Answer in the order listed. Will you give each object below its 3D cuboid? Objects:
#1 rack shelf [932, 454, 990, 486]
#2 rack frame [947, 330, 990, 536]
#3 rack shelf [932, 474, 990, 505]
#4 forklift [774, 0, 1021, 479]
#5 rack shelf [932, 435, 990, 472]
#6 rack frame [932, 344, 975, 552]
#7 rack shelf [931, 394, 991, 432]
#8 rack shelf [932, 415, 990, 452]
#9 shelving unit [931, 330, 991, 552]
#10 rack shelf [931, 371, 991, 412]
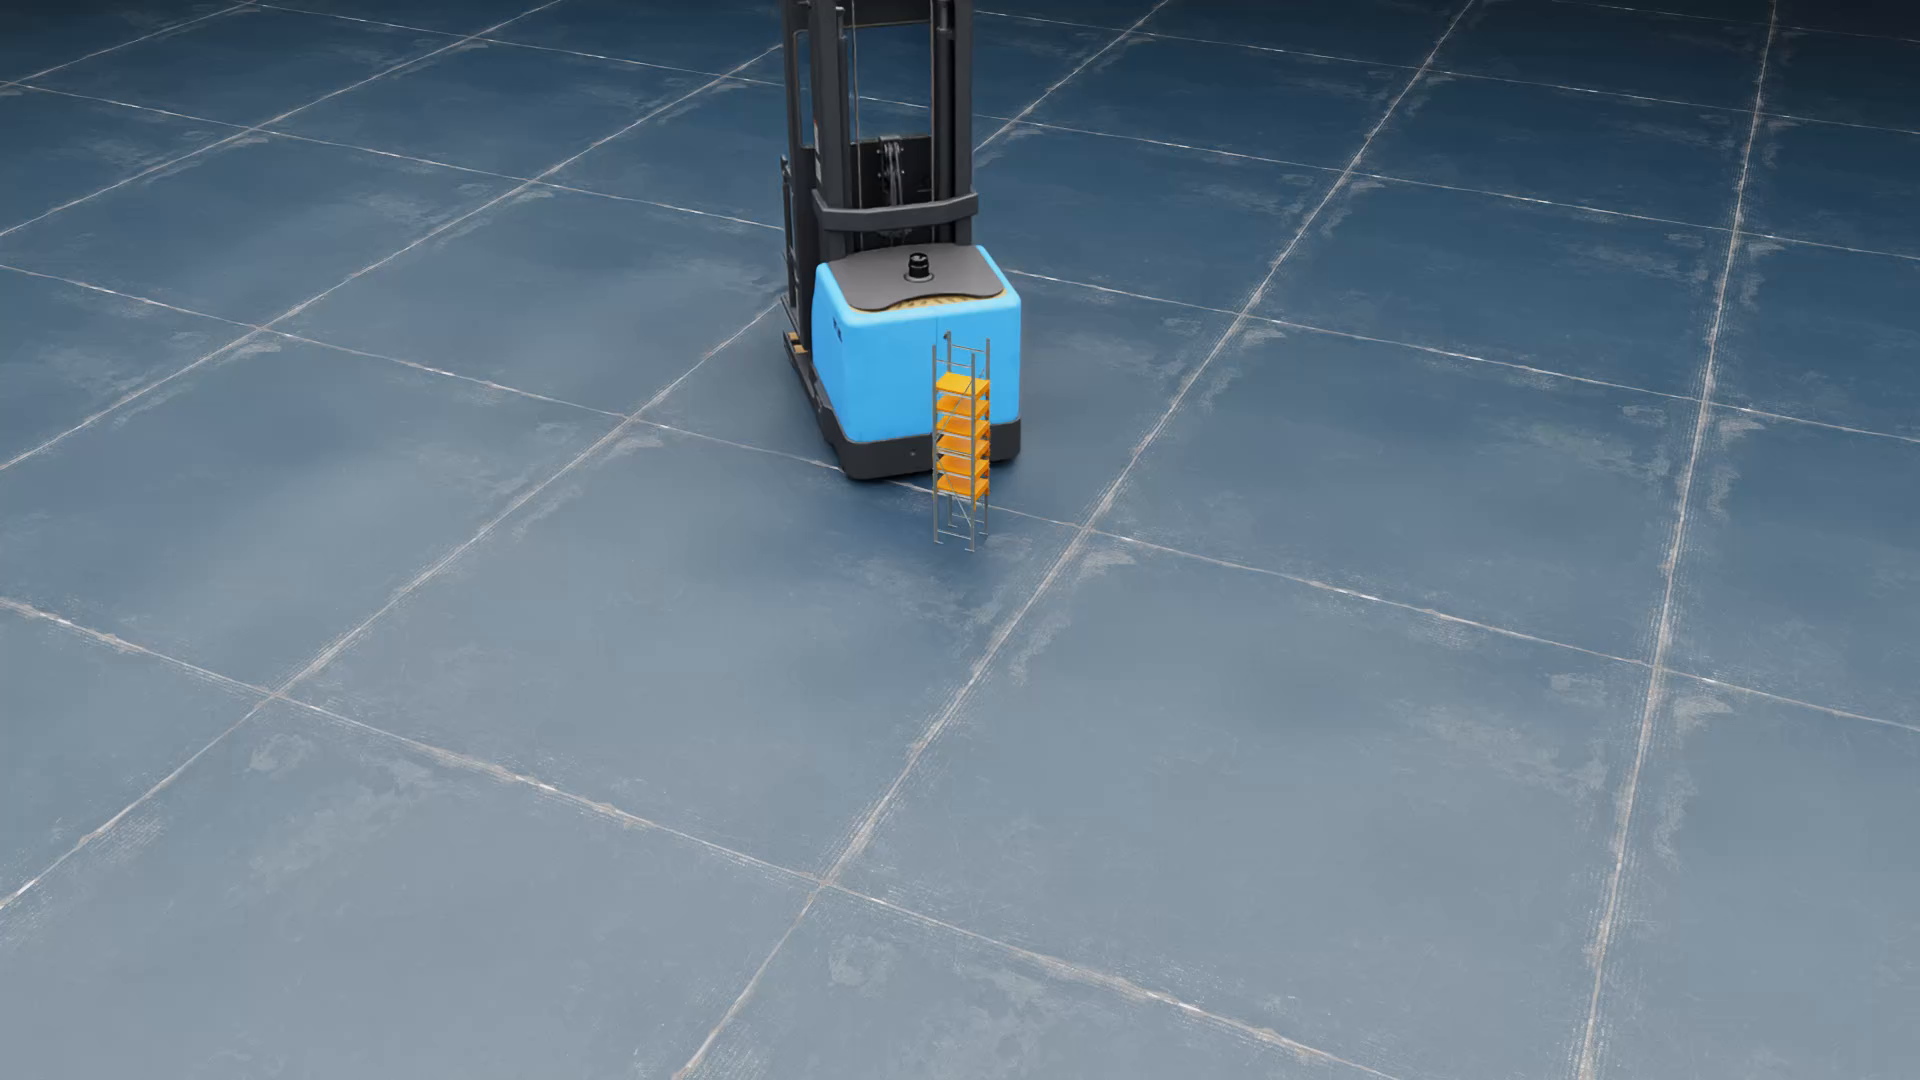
[{"bbox_3d":[0.006,-0.371,8.891,0.258,0.103,0.180,14,36,20],"label":"rack shelf"},{"bbox_3d":[0.044,-0.555,8.870,0.240,1.200,0.006,14,36,20],"label":"rack frame"},{"bbox_3d":[0.006,-0.271,8.956,0.258,0.103,0.180,14,36,20],"label":"rack shelf"},{"bbox_3d":[-0.532,-2.376,10.069,1.130,2.935,3.031,-9,34,-13],"label":"forklift"},{"bbox_3d":[0.006,-0.472,8.825,0.258,0.103,0.180,14,36,20],"label":"rack shelf"},{"bbox_3d":[-0.032,-0.463,8.731,0.240,1.200,0.006,14,36,20],"label":"rack frame"},{"bbox_3d":[0.006,-0.673,8.693,0.258,0.103,0.180,14,36,20],"label":"rack shelf"},{"bbox_3d":[0.006,-0.572,8.759,0.258,0.103,0.180,14,36,20],"label":"rack shelf"},{"bbox_3d":[0.006,-0.509,8.800,0.258,1.200,0.189,14,36,20],"label":"shelving unit"},{"bbox_3d":[0.006,-0.773,8.627,0.258,0.103,0.180,14,36,20],"label":"rack shelf"}]
